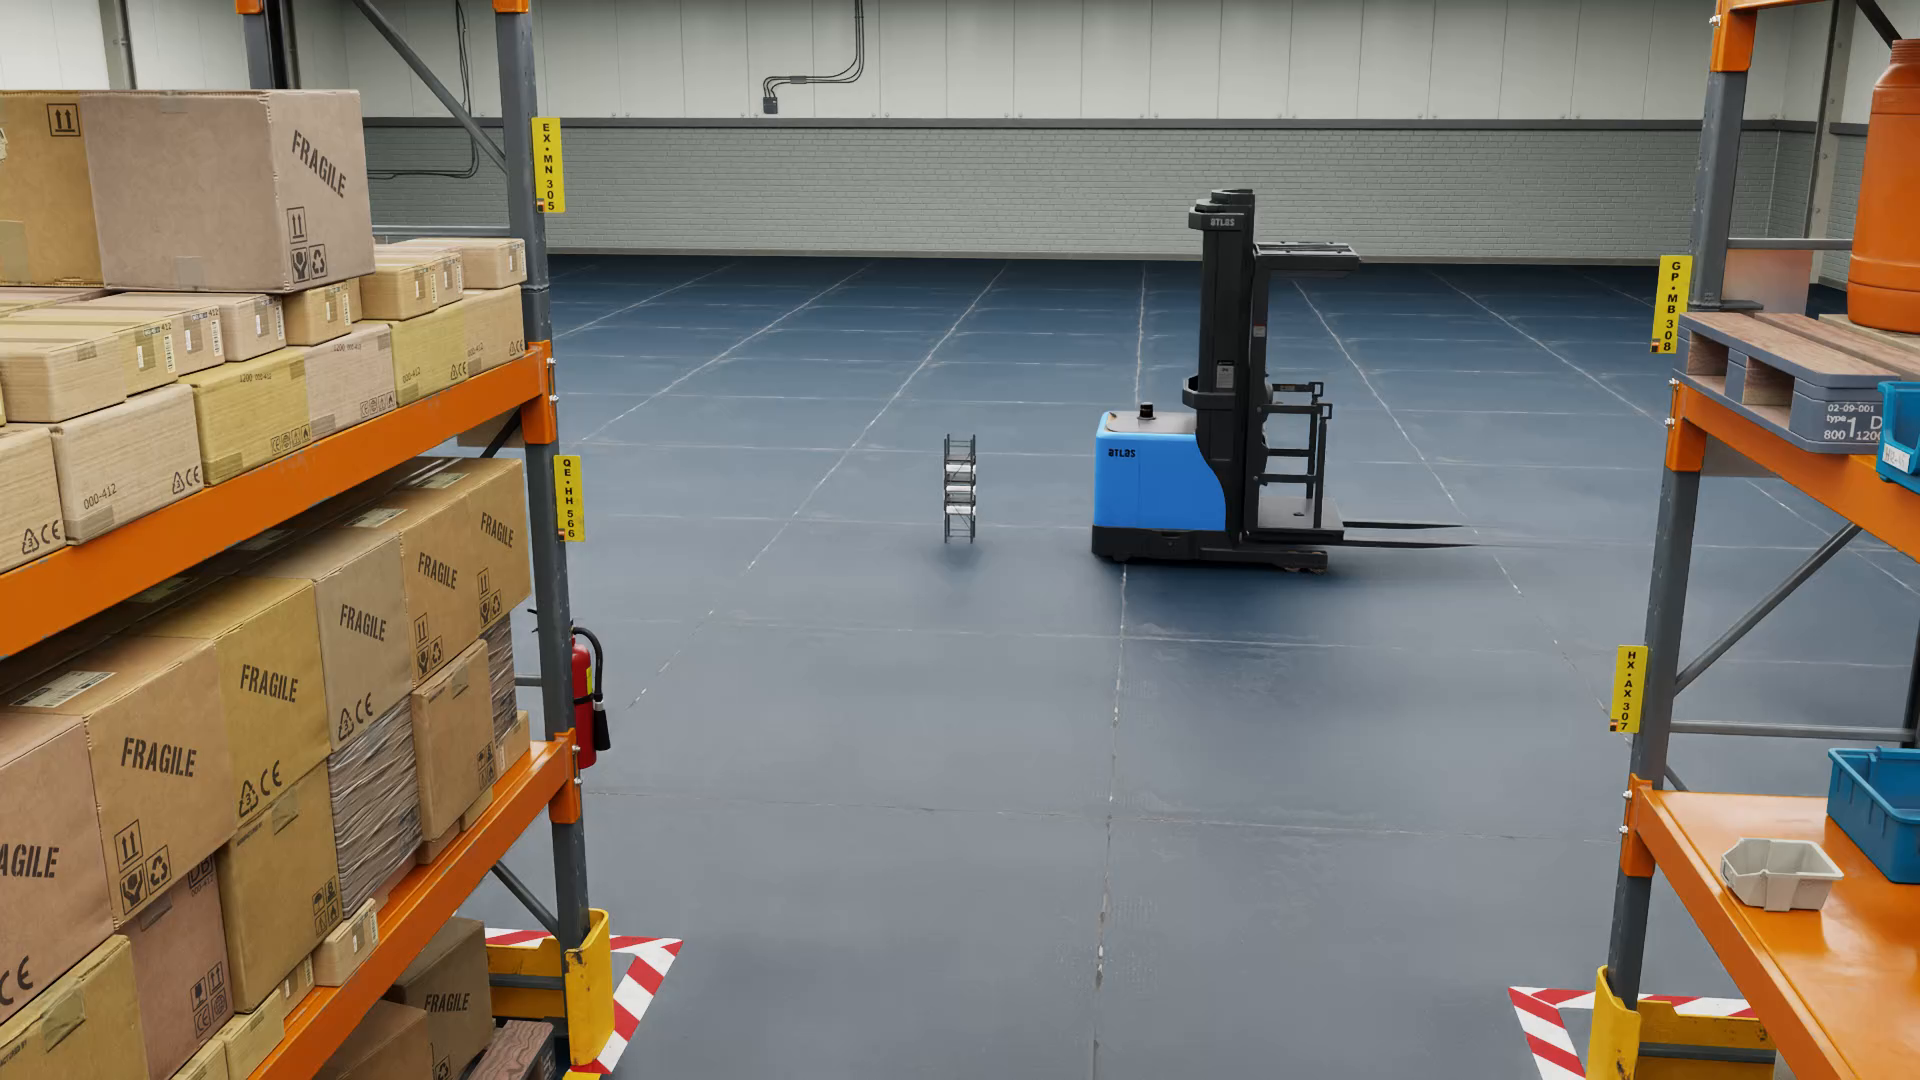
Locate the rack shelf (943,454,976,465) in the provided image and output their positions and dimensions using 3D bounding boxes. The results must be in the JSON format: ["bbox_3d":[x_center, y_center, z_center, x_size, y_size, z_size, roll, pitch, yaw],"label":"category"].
[{"bbox_3d":[-0.001,-0.661,13.975,0.258,0.077,0.200,2,15,6],"label":"rack shelf"}]

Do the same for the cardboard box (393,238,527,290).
[{"bbox_3d":[-1.717,-0.950,5.706,0.380,0.149,0.250,2,15,6],"label":"cardboard box"}]

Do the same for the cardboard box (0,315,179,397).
[{"bbox_3d":[-1.994,-0.408,3.703,0.380,0.149,0.250,1,15,5],"label":"cardboard box"}]

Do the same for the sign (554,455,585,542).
[{"bbox_3d":[-1.446,-0.153,6.159,0.100,0.325,0.005,2,15,6],"label":"sign"}]

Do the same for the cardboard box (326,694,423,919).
[{"bbox_3d":[-2.121,0.748,4.887,0.875,0.500,0.500,2,15,6],"label":"cardboard box"}]

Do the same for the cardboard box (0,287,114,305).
[{"bbox_3d":[-2.419,-0.564,4.280,0.380,0.149,0.250,2,15,6],"label":"cardboard box"}]

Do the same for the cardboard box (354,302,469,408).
[{"bbox_3d":[-1.851,-0.577,5.089,0.500,0.250,0.500,2,15,7],"label":"cardboard box"}]

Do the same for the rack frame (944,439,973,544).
[{"bbox_3d":[-0.012,-0.406,13.939,0.240,0.900,0.006,2,15,6],"label":"rack frame"}]

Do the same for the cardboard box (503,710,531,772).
[{"bbox_3d":[-1.822,0.738,6.168,0.380,0.149,0.250,2,15,6],"label":"cardboard box"}]

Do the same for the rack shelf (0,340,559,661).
[{"bbox_3d":[-2.221,-0.045,4.215,1.077,0.370,4.000,2,15,6],"label":"rack shelf"}]

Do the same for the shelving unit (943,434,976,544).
[{"bbox_3d":[-0.001,-0.432,14.037,0.258,0.900,0.210,2,15,6],"label":"shelving unit"}]

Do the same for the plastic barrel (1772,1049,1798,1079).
[{"bbox_3d":[2.928,1.854,5.522,0.421,0.512,0.421,0,15,0],"label":"plastic barrel"}]

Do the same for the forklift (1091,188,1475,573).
[{"bbox_3d":[2.629,-1.303,13.367,3.031,2.935,1.130,2,15,8],"label":"forklift"}]

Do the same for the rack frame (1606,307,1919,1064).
[{"bbox_3d":[2.926,0.683,5.891,1.000,3.000,0.127,2,15,6],"label":"rack frame"}]

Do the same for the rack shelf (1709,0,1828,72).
[{"bbox_3d":[2.700,-1.154,3.336,1.077,0.370,4.000,2,15,6],"label":"rack shelf"}]

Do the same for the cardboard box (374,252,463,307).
[{"bbox_3d":[-1.784,-0.812,5.195,0.380,0.149,0.250,1,15,4],"label":"cardboard box"}]

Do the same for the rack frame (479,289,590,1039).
[{"bbox_3d":[-1.995,0.537,6.431,1.000,3.000,0.127,2,15,6],"label":"rack frame"}]

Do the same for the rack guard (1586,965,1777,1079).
[{"bbox_3d":[2.964,1.910,6.139,1.175,0.500,0.348,2,15,6],"label":"rack guard"}]

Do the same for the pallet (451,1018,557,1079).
[{"bbox_3d":[-2.131,2.112,5.946,1.003,0.211,1.213,2,15,6],"label":"pallet"}]

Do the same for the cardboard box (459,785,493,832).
[{"bbox_3d":[-1.828,0.869,5.682,0.380,0.149,0.250,2,15,6],"label":"cardboard box"}]

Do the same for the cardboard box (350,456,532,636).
[{"bbox_3d":[-1.812,0.012,5.694,0.500,0.500,0.500,2,15,6],"label":"cardboard box"}]

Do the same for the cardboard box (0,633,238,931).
[{"bbox_3d":[-2.031,0.531,3.775,0.500,0.500,0.500,2,15,6],"label":"cardboard box"}]

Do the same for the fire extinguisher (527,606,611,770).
[{"bbox_3d":[-1.525,0.558,6.500,0.296,0.674,0.183,2,15,6],"label":"fire extinguisher"}]

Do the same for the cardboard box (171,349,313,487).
[{"bbox_3d":[-1.969,-0.314,4.116,0.500,0.250,0.500,1,15,5],"label":"cardboard box"}]

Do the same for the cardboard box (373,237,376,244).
[{"bbox_3d":[-2.256,-0.967,5.768,0.380,0.149,0.250,2,15,6],"label":"cardboard box"}]

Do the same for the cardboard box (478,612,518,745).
[{"bbox_3d":[-2.085,0.487,5.854,0.875,0.500,0.500,2,15,6],"label":"cardboard box"}]

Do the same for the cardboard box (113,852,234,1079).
[{"bbox_3d":[-2.287,1.006,3.933,0.875,0.500,0.500,2,15,6],"label":"cardboard box"}]

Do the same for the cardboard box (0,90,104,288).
[{"bbox_3d":[-2.431,-0.967,4.527,0.500,0.500,0.500,2,15,6],"label":"cardboard box"}]

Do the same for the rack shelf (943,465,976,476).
[{"bbox_3d":[-0.001,-0.574,13.999,0.258,0.077,0.200,2,15,6],"label":"rack shelf"}]

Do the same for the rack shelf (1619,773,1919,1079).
[{"bbox_3d":[2.700,1.549,4.067,1.077,0.370,4.000,2,15,6],"label":"rack shelf"}]

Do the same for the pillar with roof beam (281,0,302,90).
[{"bbox_3d":[-10.086,-10.296,35.001,9.100,9.000,0.400,2,15,6],"label":"pillar with roof beam"}]

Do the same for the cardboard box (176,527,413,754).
[{"bbox_3d":[-1.922,0.272,4.734,0.500,0.500,0.500,2,15,6],"label":"cardboard box"}]

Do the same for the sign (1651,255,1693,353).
[{"bbox_3d":[2.380,-0.787,5.563,0.100,0.325,0.005,2,15,6],"label":"sign"}]

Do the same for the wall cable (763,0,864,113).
[{"bbox_3d":[-3.286,-12.506,36.658,2.305,6.003,0.169,2,15,6],"label":"wall cable"}]

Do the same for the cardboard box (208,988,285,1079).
[{"bbox_3d":[-1.968,1.259,4.240,0.380,0.149,0.250,2,15,6],"label":"cardboard box"}]

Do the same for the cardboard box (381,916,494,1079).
[{"bbox_3d":[-2.082,1.702,6.105,0.500,0.500,0.500,5,16,17],"label":"cardboard box"}]

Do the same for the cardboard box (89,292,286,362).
[{"bbox_3d":[-1.948,-0.543,4.201,0.380,0.149,0.250,1,15,3],"label":"cardboard box"}]

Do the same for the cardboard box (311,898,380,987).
[{"bbox_3d":[-1.887,1.130,4.717,0.380,0.149,0.250,2,15,6],"label":"cardboard box"}]

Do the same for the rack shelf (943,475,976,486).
[{"bbox_3d":[-0.001,-0.487,14.022,0.258,0.077,0.200,2,15,6],"label":"rack shelf"}]

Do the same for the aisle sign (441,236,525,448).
[{"bbox_3d":[-1.690,-0.725,6.118,0.394,0.787,0.004,2,15,6],"label":"aisle sign"}]

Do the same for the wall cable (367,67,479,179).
[{"bbox_3d":[-12.717,-9.649,38.556,3.097,2.526,0.112,2,15,6],"label":"wall cable"}]

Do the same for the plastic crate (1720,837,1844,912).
[{"bbox_3d":[2.505,1.032,5.102,0.298,0.136,0.250,2,15,6],"label":"plastic crate"}]

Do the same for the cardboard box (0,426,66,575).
[{"bbox_3d":[-2.087,-0.048,3.134,0.500,0.250,0.500,2,15,6],"label":"cardboard box"}]

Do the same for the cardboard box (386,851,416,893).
[{"bbox_3d":[-1.941,0.997,5.209,0.380,0.149,0.250,2,15,6],"label":"cardboard box"}]

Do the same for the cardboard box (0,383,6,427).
[{"bbox_3d":[-2.105,-0.275,3.209,0.380,0.149,0.250,2,15,8],"label":"cardboard box"}]

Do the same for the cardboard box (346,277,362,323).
[{"bbox_3d":[-1.941,-0.686,4.728,0.380,0.149,0.250,2,15,7],"label":"cardboard box"}]
